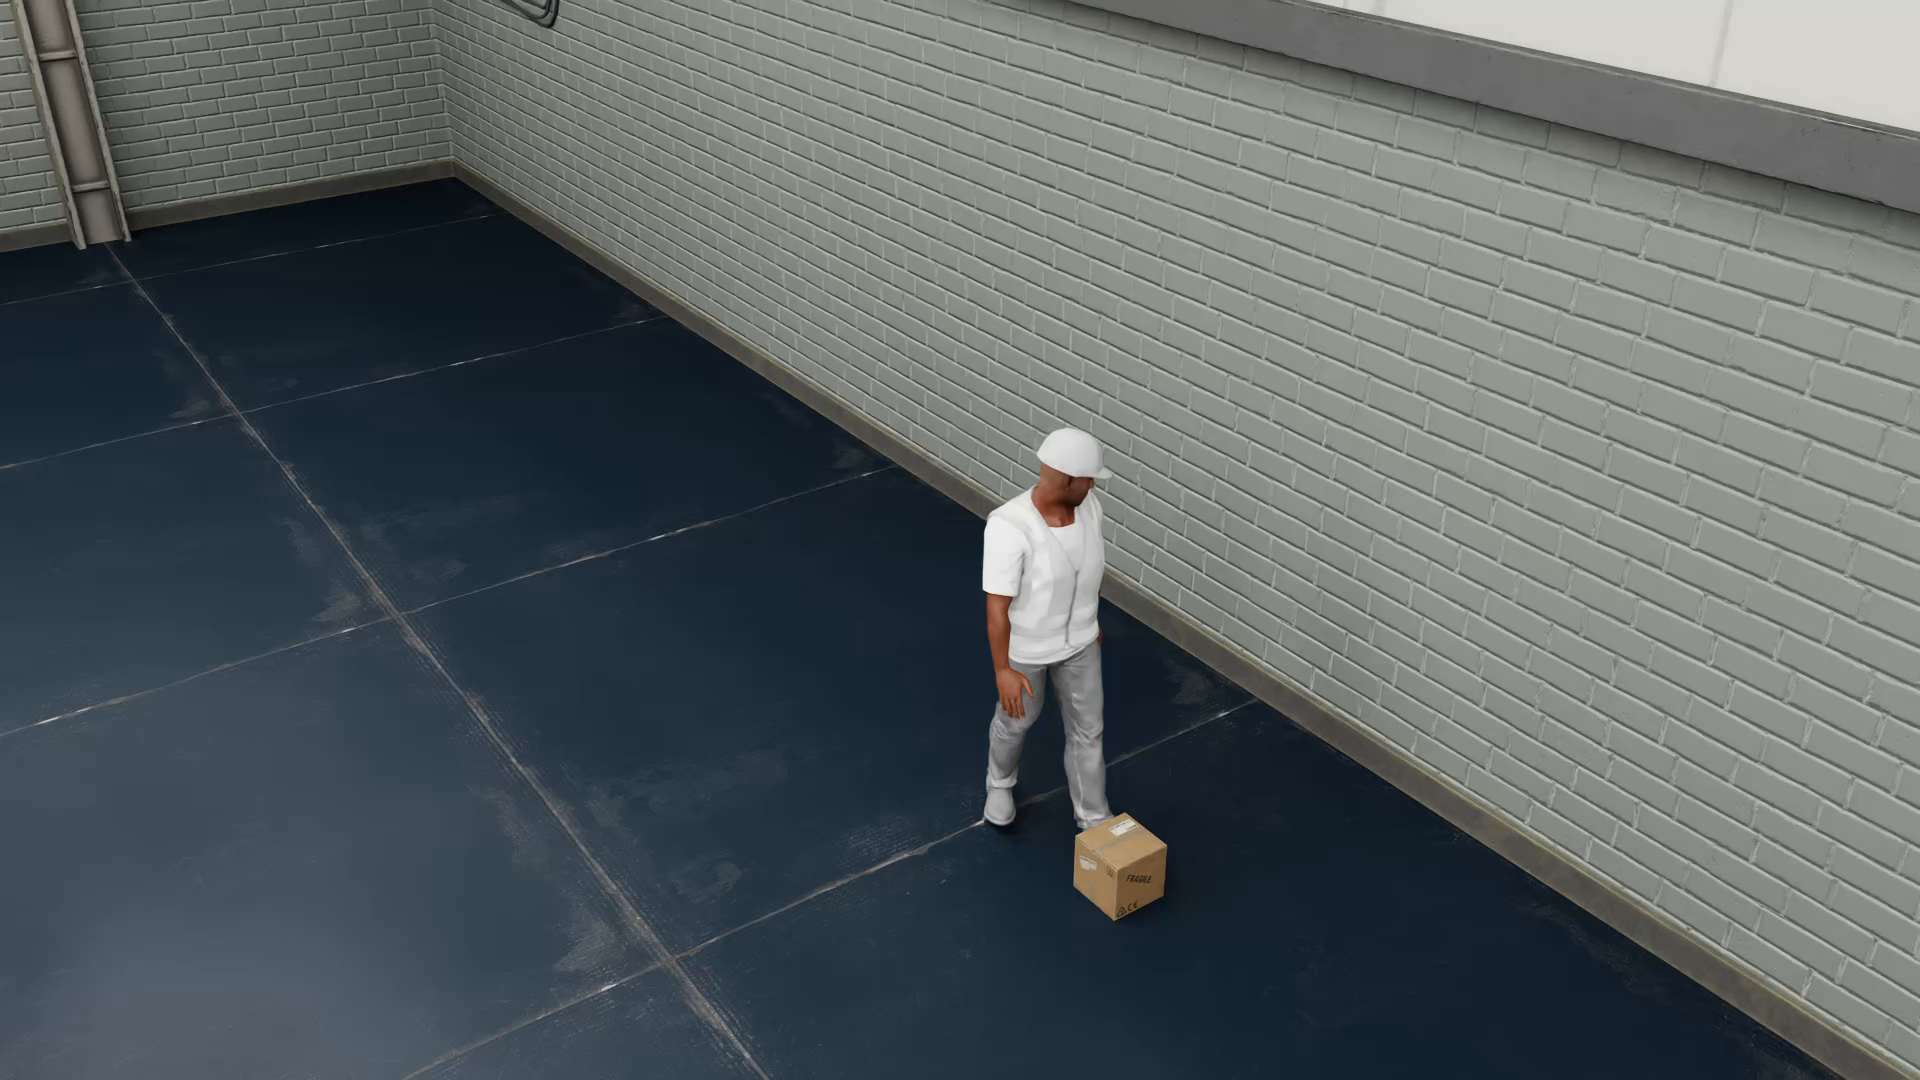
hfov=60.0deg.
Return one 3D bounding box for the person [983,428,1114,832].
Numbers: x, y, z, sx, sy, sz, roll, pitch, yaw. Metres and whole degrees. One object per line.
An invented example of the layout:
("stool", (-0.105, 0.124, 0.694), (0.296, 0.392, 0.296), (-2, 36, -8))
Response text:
("person", (0.360, 0.420, 6.298), (0.615, 1.757, 0.766), (-15, 32, -26))
